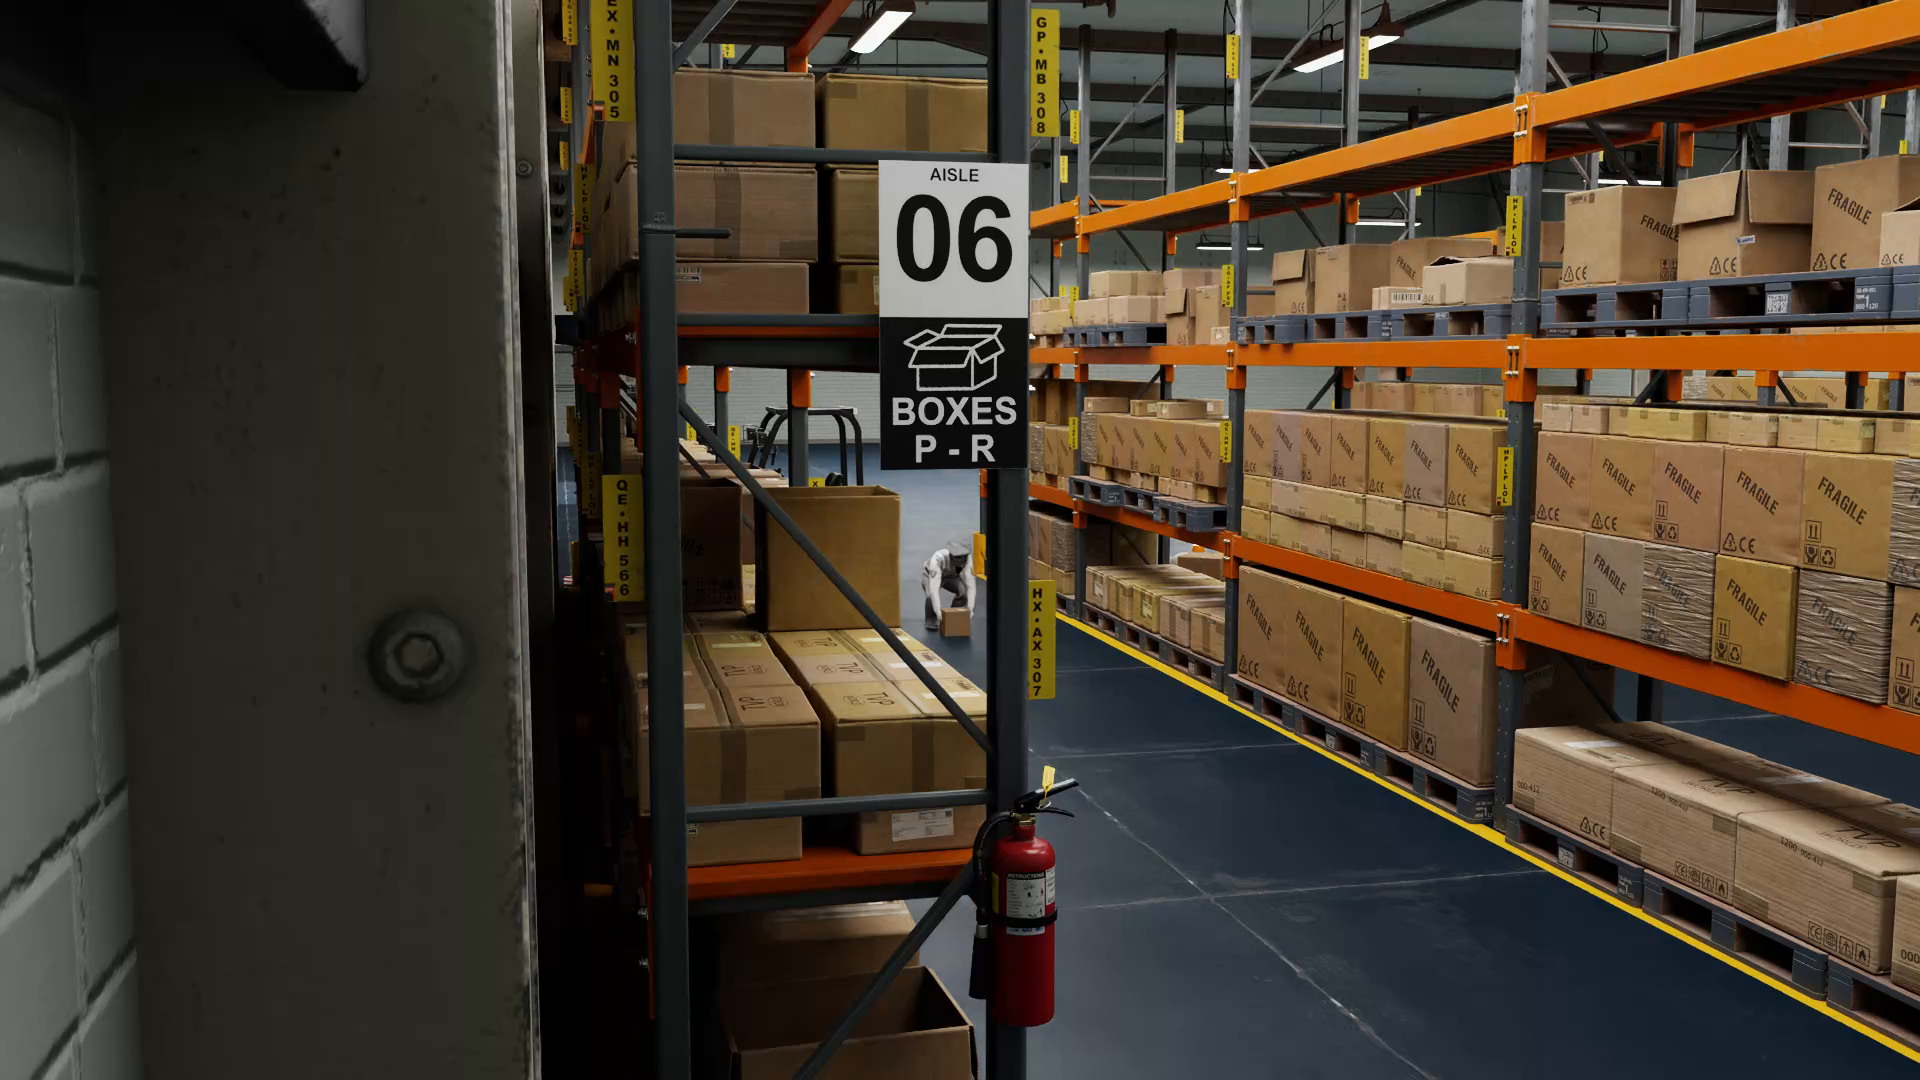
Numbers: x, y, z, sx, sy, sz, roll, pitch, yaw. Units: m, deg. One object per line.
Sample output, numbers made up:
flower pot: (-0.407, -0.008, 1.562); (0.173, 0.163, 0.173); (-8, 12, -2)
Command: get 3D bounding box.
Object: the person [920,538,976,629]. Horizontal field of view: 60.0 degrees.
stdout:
person: (-0.115, 0.427, 16.608); (0.491, 0.946, 0.850); (-2, 6, -14)
